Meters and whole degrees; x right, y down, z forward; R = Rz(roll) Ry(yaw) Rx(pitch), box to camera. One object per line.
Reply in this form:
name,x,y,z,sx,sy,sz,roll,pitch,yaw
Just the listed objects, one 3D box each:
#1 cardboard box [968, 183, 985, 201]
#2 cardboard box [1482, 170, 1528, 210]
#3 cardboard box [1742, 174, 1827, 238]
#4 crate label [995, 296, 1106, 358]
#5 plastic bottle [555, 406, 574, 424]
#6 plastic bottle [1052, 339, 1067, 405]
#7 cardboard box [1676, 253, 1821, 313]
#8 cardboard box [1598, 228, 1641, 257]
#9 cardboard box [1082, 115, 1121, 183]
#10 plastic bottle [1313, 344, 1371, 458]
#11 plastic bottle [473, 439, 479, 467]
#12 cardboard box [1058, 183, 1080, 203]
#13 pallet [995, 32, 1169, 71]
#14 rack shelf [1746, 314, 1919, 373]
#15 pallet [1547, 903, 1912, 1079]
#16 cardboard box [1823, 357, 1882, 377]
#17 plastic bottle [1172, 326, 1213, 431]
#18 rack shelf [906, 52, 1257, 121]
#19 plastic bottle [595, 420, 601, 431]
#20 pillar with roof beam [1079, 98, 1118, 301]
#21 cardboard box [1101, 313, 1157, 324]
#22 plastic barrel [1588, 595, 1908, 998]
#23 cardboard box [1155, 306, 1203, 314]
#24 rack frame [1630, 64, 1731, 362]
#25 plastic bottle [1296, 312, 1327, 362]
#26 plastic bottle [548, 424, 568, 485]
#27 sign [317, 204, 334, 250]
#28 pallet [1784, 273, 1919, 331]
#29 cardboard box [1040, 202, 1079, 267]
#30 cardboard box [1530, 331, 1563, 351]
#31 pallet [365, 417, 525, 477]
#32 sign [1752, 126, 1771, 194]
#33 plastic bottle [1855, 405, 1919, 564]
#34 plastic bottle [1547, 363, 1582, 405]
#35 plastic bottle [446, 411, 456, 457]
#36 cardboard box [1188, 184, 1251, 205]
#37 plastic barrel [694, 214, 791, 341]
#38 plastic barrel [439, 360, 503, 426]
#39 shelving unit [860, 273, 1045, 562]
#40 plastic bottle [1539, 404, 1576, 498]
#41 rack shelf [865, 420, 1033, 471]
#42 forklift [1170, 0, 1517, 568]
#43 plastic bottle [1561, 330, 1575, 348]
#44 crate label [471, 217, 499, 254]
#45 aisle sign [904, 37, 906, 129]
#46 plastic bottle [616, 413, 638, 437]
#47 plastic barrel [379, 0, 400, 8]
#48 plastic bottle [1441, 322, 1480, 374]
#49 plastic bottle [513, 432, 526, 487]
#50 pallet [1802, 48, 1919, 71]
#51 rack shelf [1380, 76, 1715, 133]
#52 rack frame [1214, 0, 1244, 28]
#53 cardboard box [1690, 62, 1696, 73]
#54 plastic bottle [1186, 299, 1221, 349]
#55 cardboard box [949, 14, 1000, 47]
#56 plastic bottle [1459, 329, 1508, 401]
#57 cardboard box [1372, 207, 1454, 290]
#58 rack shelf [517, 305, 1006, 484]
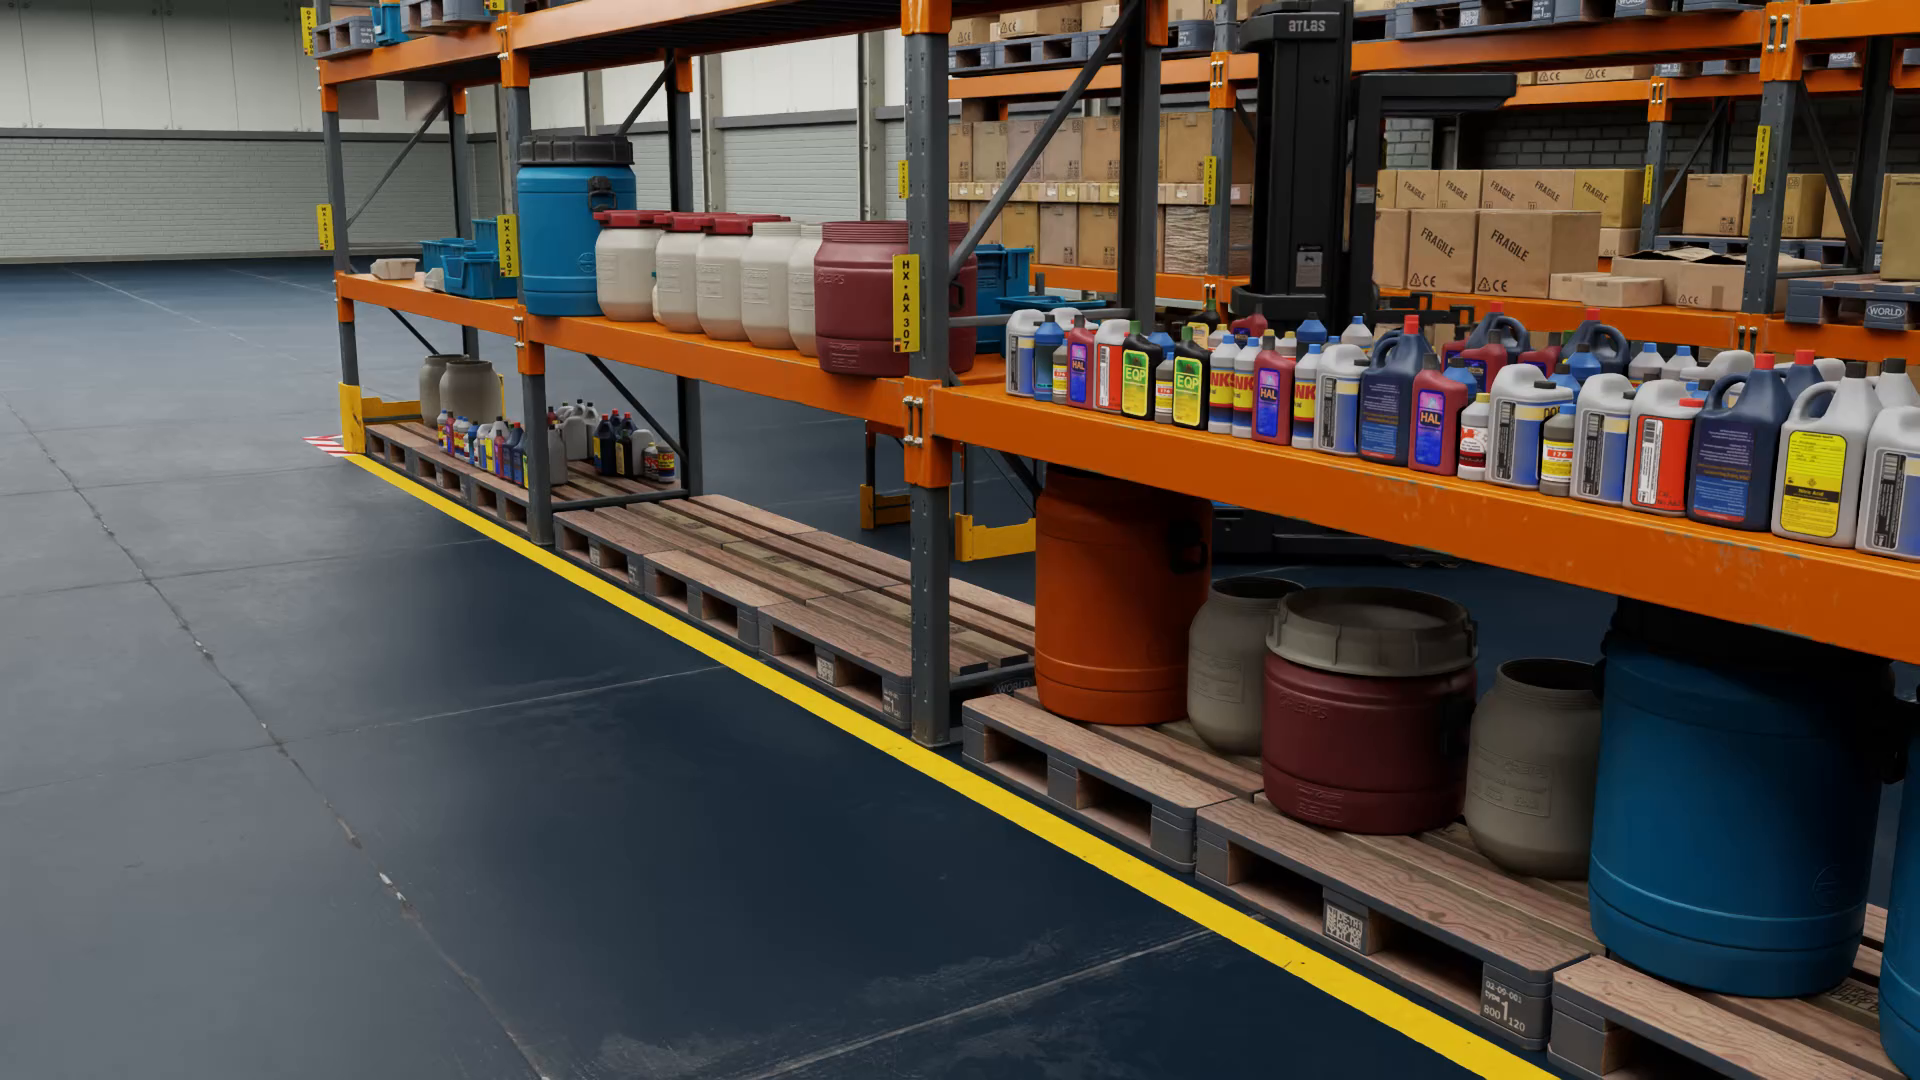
cardboard box,0.290,-2.971,14.176,0.380,0.149,0.250,-8,15,-33
cardboard box,5.234,-3.197,15.509,0.500,0.500,0.500,-9,15,-34
cardboard box,6.862,-2.737,13.591,0.700,0.500,0.500,-6,14,-27
crate label,0.352,-0.821,6.488,0.303,0.233,0.416,-8,15,-33
plastic bottle,-2.660,-0.768,11.198,0.152,0.276,0.135,-8,15,-32
plastic bottle,0.339,-0.530,5.230,0.097,0.201,0.097,0,12,0
cardboard box,4.234,-1.396,8.931,0.500,0.311,0.500,-7,14,-29
cardboard box,5.790,-2.653,14.775,0.500,0.250,0.500,-8,15,-33
cardboard box,1.374,-3.020,12.881,0.700,0.500,0.500,-8,15,-33
plastic bottle,1.012,-0.361,4.283,0.152,0.276,0.135,-8,15,-33
plastic bottle,-3.000,-0.562,10.431,0.097,0.201,0.097,0,12,0
cardboard box,1.002,-2.742,13.128,0.380,0.149,0.250,-8,14,-31
pallet,1.017,-3.868,13.215,1.003,0.211,1.213,-8,15,-33
rack shelf,5.507,-0.662,7.053,1.077,0.370,4.000,-8,15,-33
pallet,2.097,1.148,3.619,1.003,0.211,1.213,-8,15,-33
cardboard box,7.303,-1.351,13.340,0.700,0.500,0.500,-8,15,-32
plastic bottle,0.664,-0.459,4.712,0.061,0.283,0.133,-8,15,-33
rack shelf,1.075,-3.550,13.238,1.077,0.370,4.000,-8,15,-33
plastic bottle,-2.262,-0.625,10.556,0.097,0.271,0.097,0,12,0
pillar with roof beam,-1.712,-6.845,19.600,9.100,9.000,0.400,-8,15,-33
cardboard box,1.196,-1.544,13.101,0.500,0.500,0.500,-8,15,-33
plastic barrel,1.810,0.523,3.878,0.600,0.901,0.708,-8,15,-33
cardboard box,1.632,-1.606,13.384,0.500,0.500,0.500,-8,15,-33
rack frame,6.305,-2.668,14.540,1.000,3.000,0.127,-8,15,-33
plastic bottle,1.137,-0.601,5.390,0.097,0.271,0.097,0,12,0
plastic bottle,-2.420,-0.513,9.859,0.144,0.351,0.185,-8,15,-33
sign,-4.619,-2.277,12.107,0.100,0.325,0.005,-8,15,-33
pallet,4.833,-1.163,8.110,1.213,0.211,1.003,-8,15,-33
cardboard box,1.075,-2.481,13.454,0.700,0.500,0.500,-8,14,-31
cardboard box,5.696,-1.841,15.582,0.500,0.500,0.500,-9,16,-37
pallet,-3.632,-0.691,12.028,1.003,0.211,1.213,-8,15,-33
sign,3.939,-1.869,8.176,0.100,0.325,0.005,-8,15,-33
plastic bottle,1.800,-0.109,3.127,0.152,0.276,0.135,-8,15,-33
plastic bottle,1.411,-0.279,3.919,0.097,0.271,0.097,0,12,0
plastic bottle,-3.304,-0.693,10.836,0.061,0.283,0.133,-8,15,-32
cardboard box,1.854,-2.469,11.881,0.380,0.149,0.250,-8,15,-33
plastic barrel,-0.949,-1.158,7.318,0.433,0.535,0.433,0,12,0
plastic barrel,-3.453,-0.999,11.750,0.421,0.512,0.421,0,12,0
shelving unit,-0.042,-0.746,9.264,0.587,1.500,1.083,-8,15,-33
plastic bottle,1.359,-0.203,3.734,0.097,0.201,0.097,0,12,0
rack shelf,-0.047,-0.572,9.309,0.538,0.185,1.000,-8,15,-33
forklift,2.313,-1.402,8.911,3.031,2.935,1.130,1,12,3
plastic bottle,1.662,-0.445,4.650,0.061,0.283,0.133,-8,15,-33
crate label,-2.914,-1.928,11.076,0.502,0.435,0.616,-8,15,-33
aisle sign,-0.325,-4.038,14.718,0.394,0.787,0.004,-8,15,-33
plastic bottle,-2.045,-0.609,10.294,0.144,0.351,0.185,-8,14,-31
plastic barrel,-3.784,-4.015,11.693,0.600,0.830,0.708,-8,15,-33
plastic bottle,1.486,-0.502,4.909,0.061,0.283,0.133,-8,15,-33
plastic bottle,-2.540,-0.496,9.781,0.144,0.351,0.185,-9,15,-34
pallet,7.135,-3.735,12.838,1.213,0.211,1.003,-8,15,-33
rack shelf,5.196,-4.137,15.923,1.077,0.370,4.000,-8,15,-33
rack frame,2.183,-5.012,11.214,1.000,3.000,0.127,-8,15,-33
cardboard box,6.243,-4.309,14.741,0.500,0.500,0.500,-8,14,-31
plastic bottle,0.853,-0.705,5.839,0.061,0.283,0.133,-8,15,-33
cardboard box,0.281,-4.479,14.248,0.797,0.503,0.637,-7,14,-29
plastic bottle,1.468,-0.452,4.681,0.061,0.283,0.133,-8,15,-33
cardboard box,2.887,-1.897,10.783,0.500,0.500,0.500,-7,14,-29
rack shelf,-0.835,-0.788,7.628,1.077,0.370,4.000,-8,15,-33
